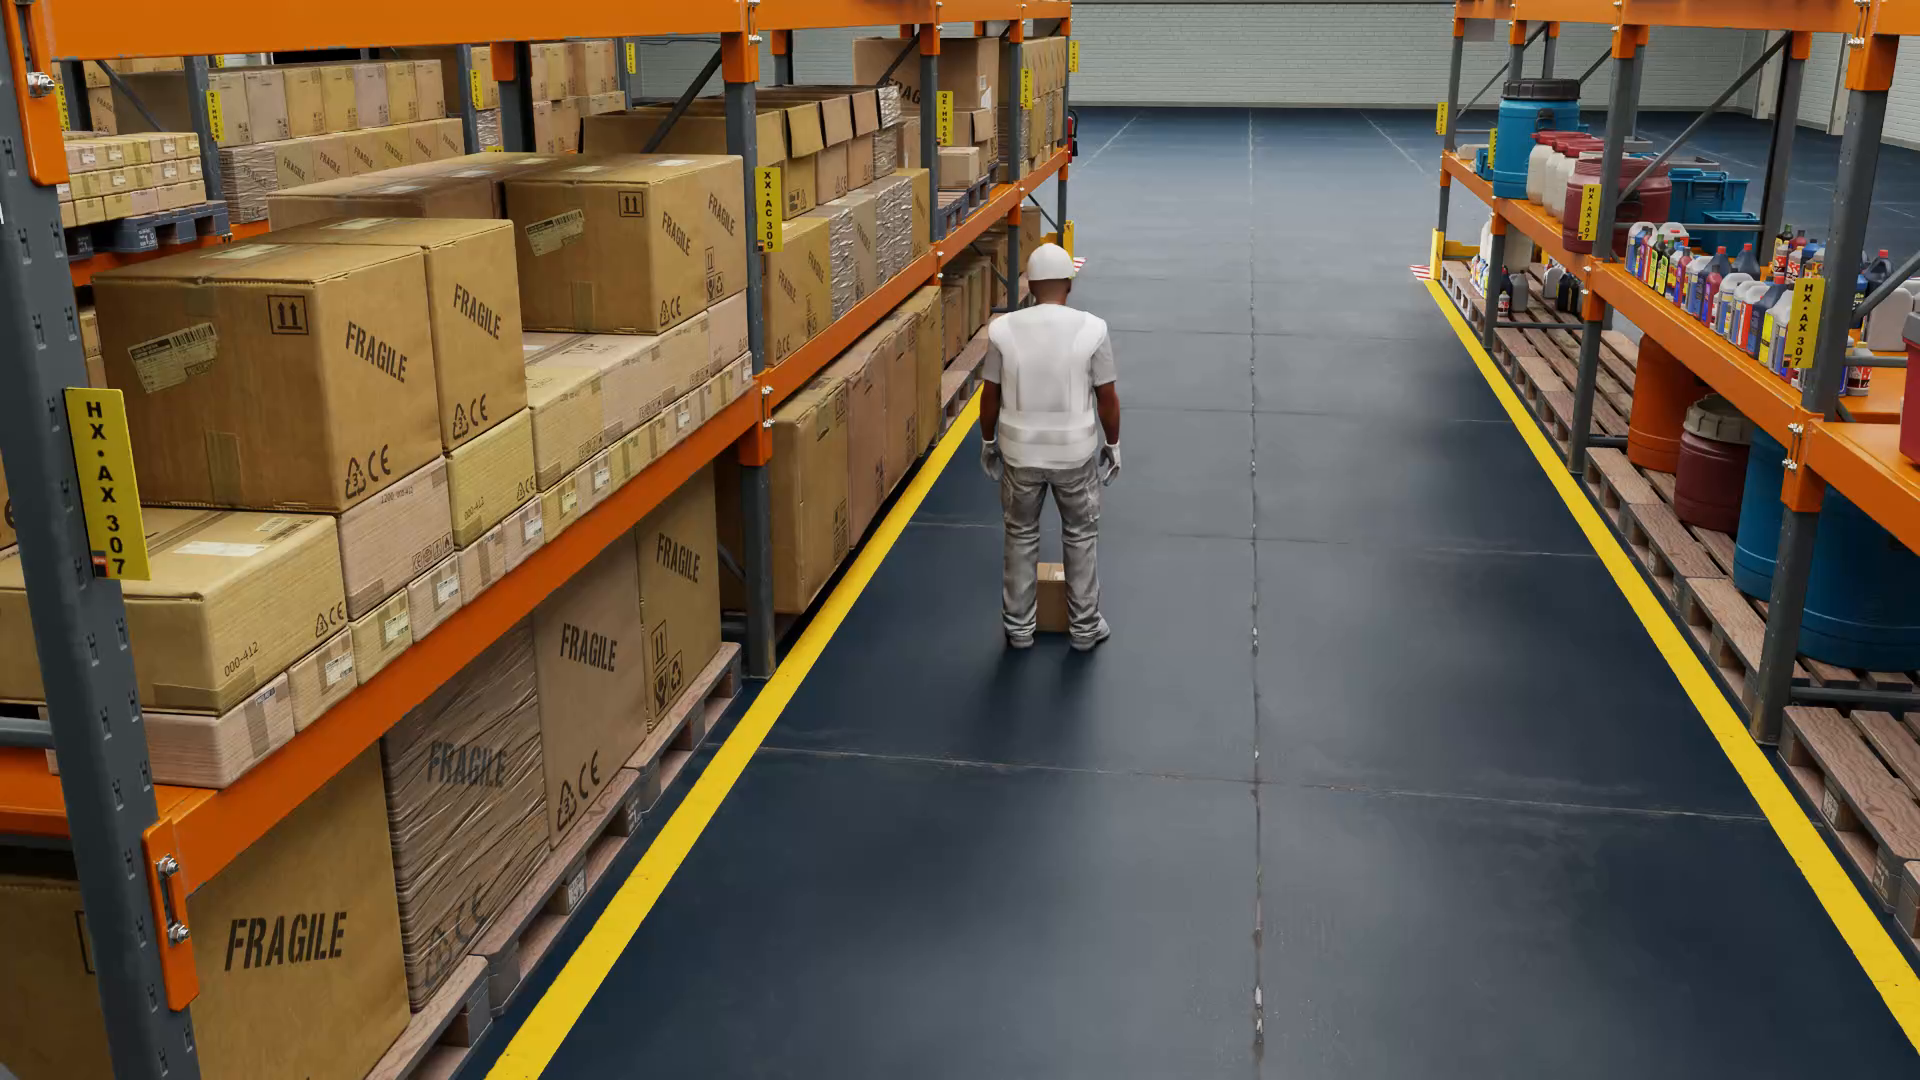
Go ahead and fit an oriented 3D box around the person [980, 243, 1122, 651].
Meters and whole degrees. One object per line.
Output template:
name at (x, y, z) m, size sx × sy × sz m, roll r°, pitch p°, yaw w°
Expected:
person at (0.394, -0.390, 7.256) m, size 0.619 × 1.775 × 0.446 m, roll 3°, pitch 18°, yaw 9°
